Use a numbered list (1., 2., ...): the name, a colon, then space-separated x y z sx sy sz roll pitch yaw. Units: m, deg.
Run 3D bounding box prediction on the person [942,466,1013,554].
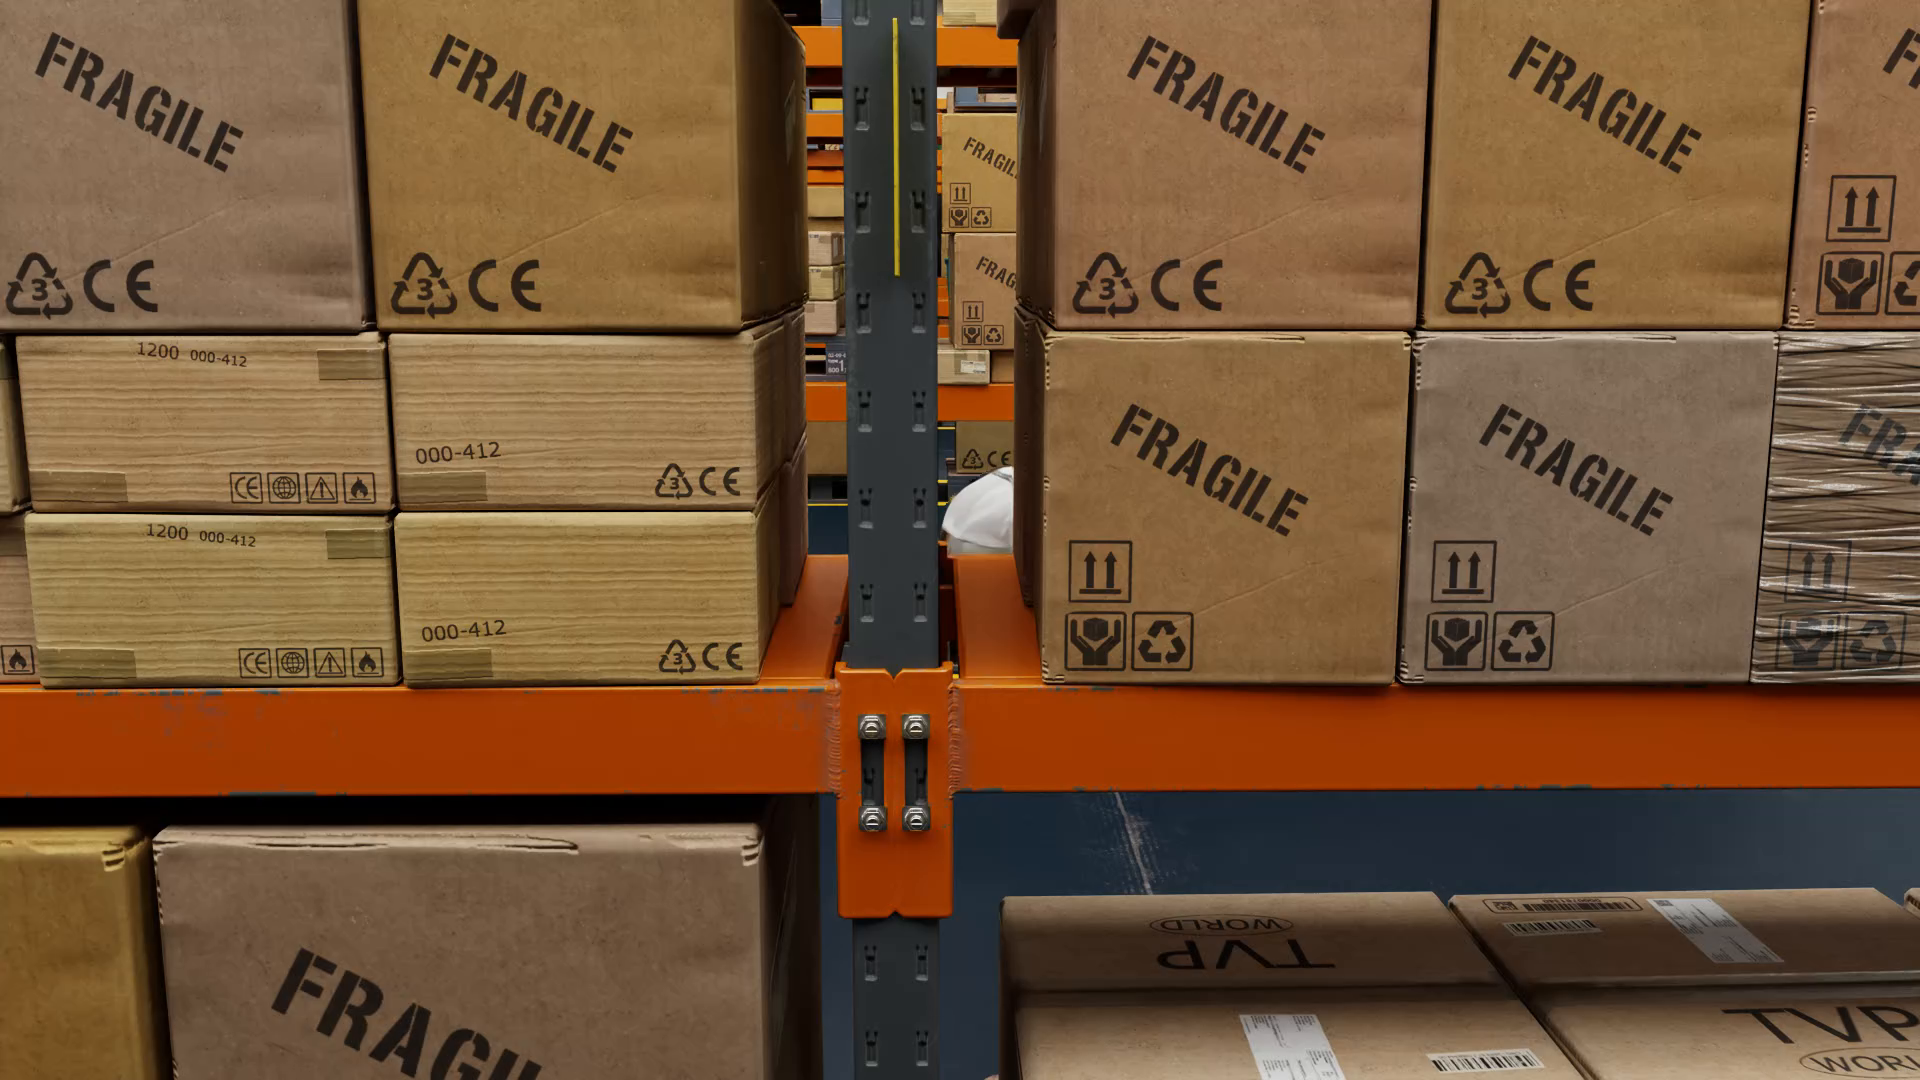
1. person: 0.457 0.244 6.438 1.044 1.081 0.514 -3 11 -17
